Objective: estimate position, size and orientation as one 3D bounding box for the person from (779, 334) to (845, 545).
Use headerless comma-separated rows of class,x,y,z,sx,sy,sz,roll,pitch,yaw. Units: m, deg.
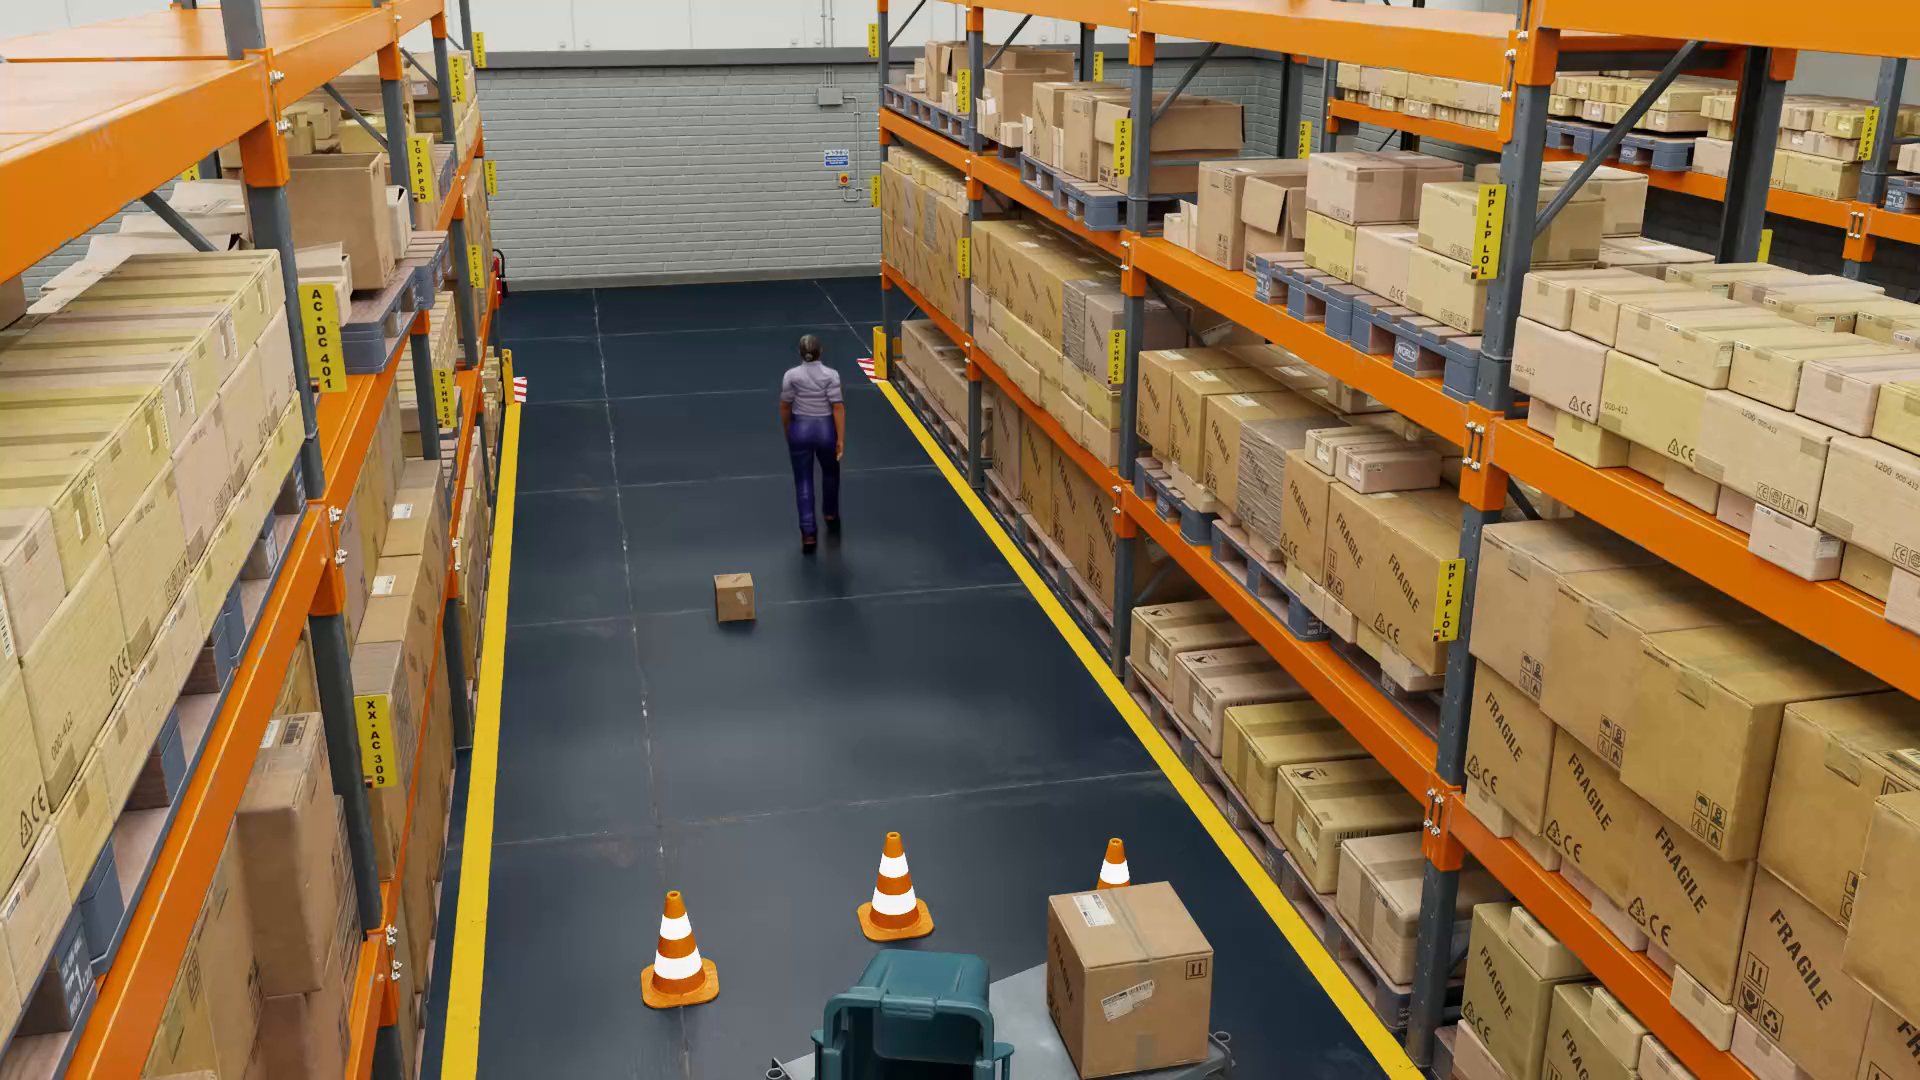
person,-1.142,-0.812,12.866,0.492,1.630,0.906,-2,20,-6
